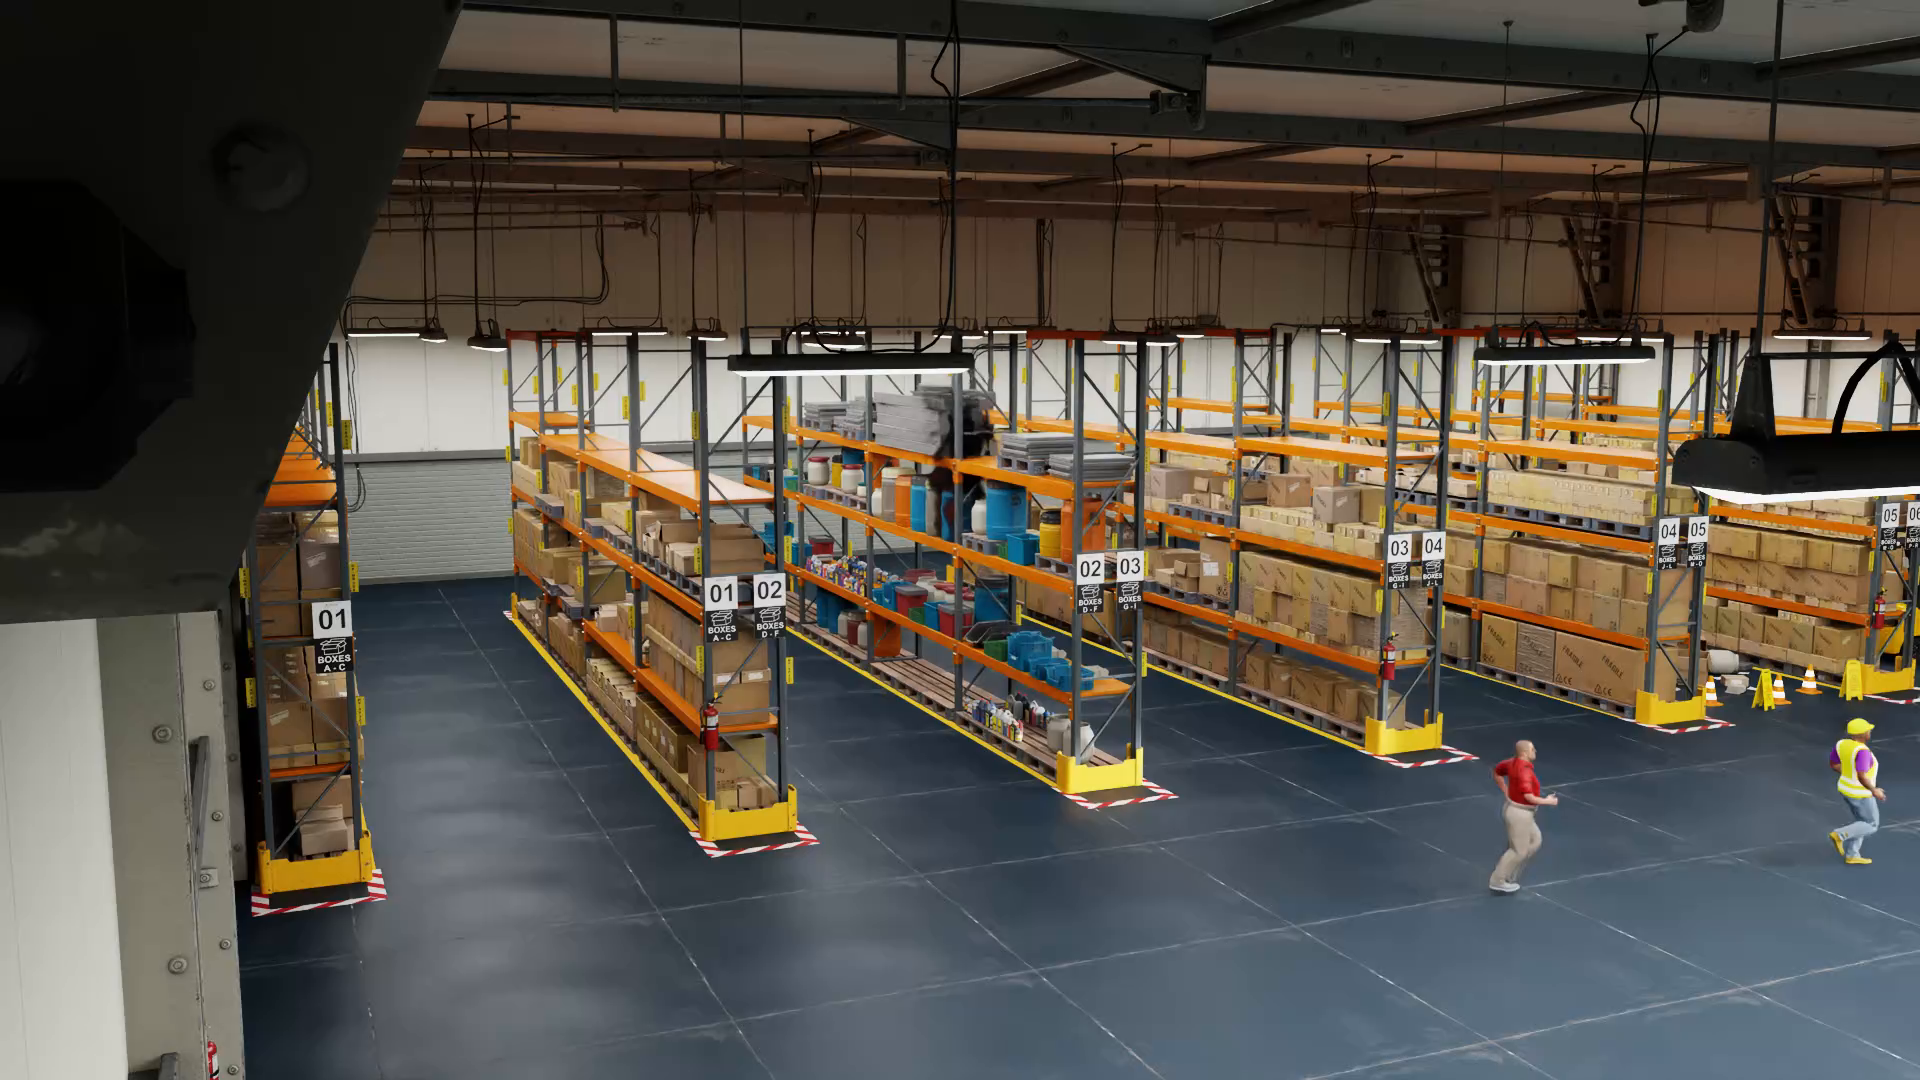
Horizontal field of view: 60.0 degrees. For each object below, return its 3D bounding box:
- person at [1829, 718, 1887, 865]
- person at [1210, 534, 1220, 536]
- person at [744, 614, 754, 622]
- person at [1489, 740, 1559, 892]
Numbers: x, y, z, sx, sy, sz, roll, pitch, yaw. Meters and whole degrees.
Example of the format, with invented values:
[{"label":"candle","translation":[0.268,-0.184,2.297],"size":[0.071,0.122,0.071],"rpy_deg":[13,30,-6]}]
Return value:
[{"label":"person","translation":[10.264,2.895,19.120],"size":[0.589,1.720,0.702],"rpy_deg":[0,8,-3]},{"label":"person","translation":[5.364,0.699,34.800],"size":[0.657,1.776,0.950],"rpy_deg":[-5,9,-34]},{"label":"person","translation":[-3.672,1.580,29.387],"size":[0.536,1.555,0.545],"rpy_deg":[-6,10,-37]},{"label":"person","translation":[6.161,3.038,18.195],"size":[0.702,1.760,0.693],"rpy_deg":[1,8,5]}]
